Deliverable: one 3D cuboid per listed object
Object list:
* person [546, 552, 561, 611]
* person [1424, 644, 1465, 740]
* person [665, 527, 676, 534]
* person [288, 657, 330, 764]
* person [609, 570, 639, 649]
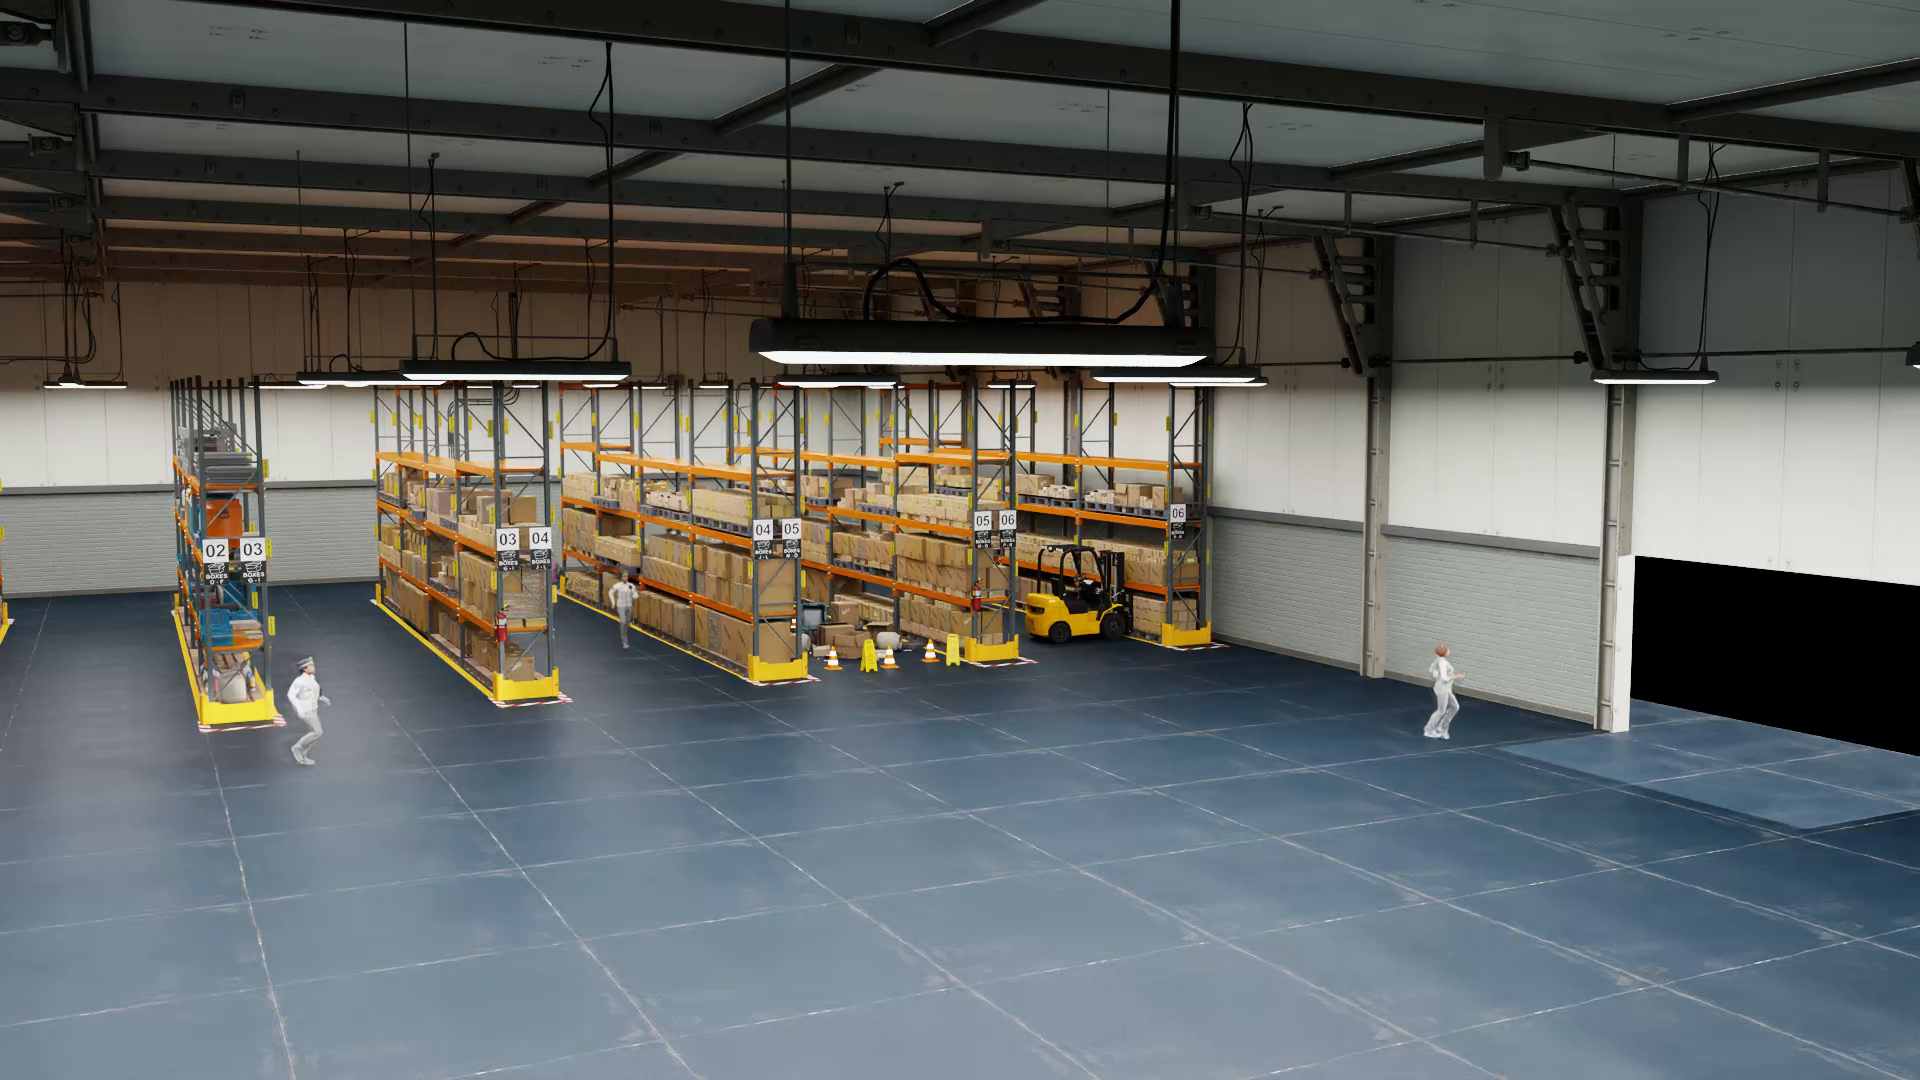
[{"bbox_3d":[-10.596,1.094,43.057,0.512,1.591,0.664,-3,6,-27],"label":"person"},{"bbox_3d":[7.962,2.503,27.315,0.635,1.612,0.514,2,5,17],"label":"person"},{"bbox_3d":[-8.663,0.389,50.166,0.902,1.815,0.712,-2,5,-19],"label":"person"},{"bbox_3d":[-9.998,2.621,25.595,0.534,1.663,0.628,0,5,-2],"label":"person"},{"bbox_3d":[-7.546,1.543,37.423,0.587,1.741,0.808,-3,6,-30],"label":"person"}]
